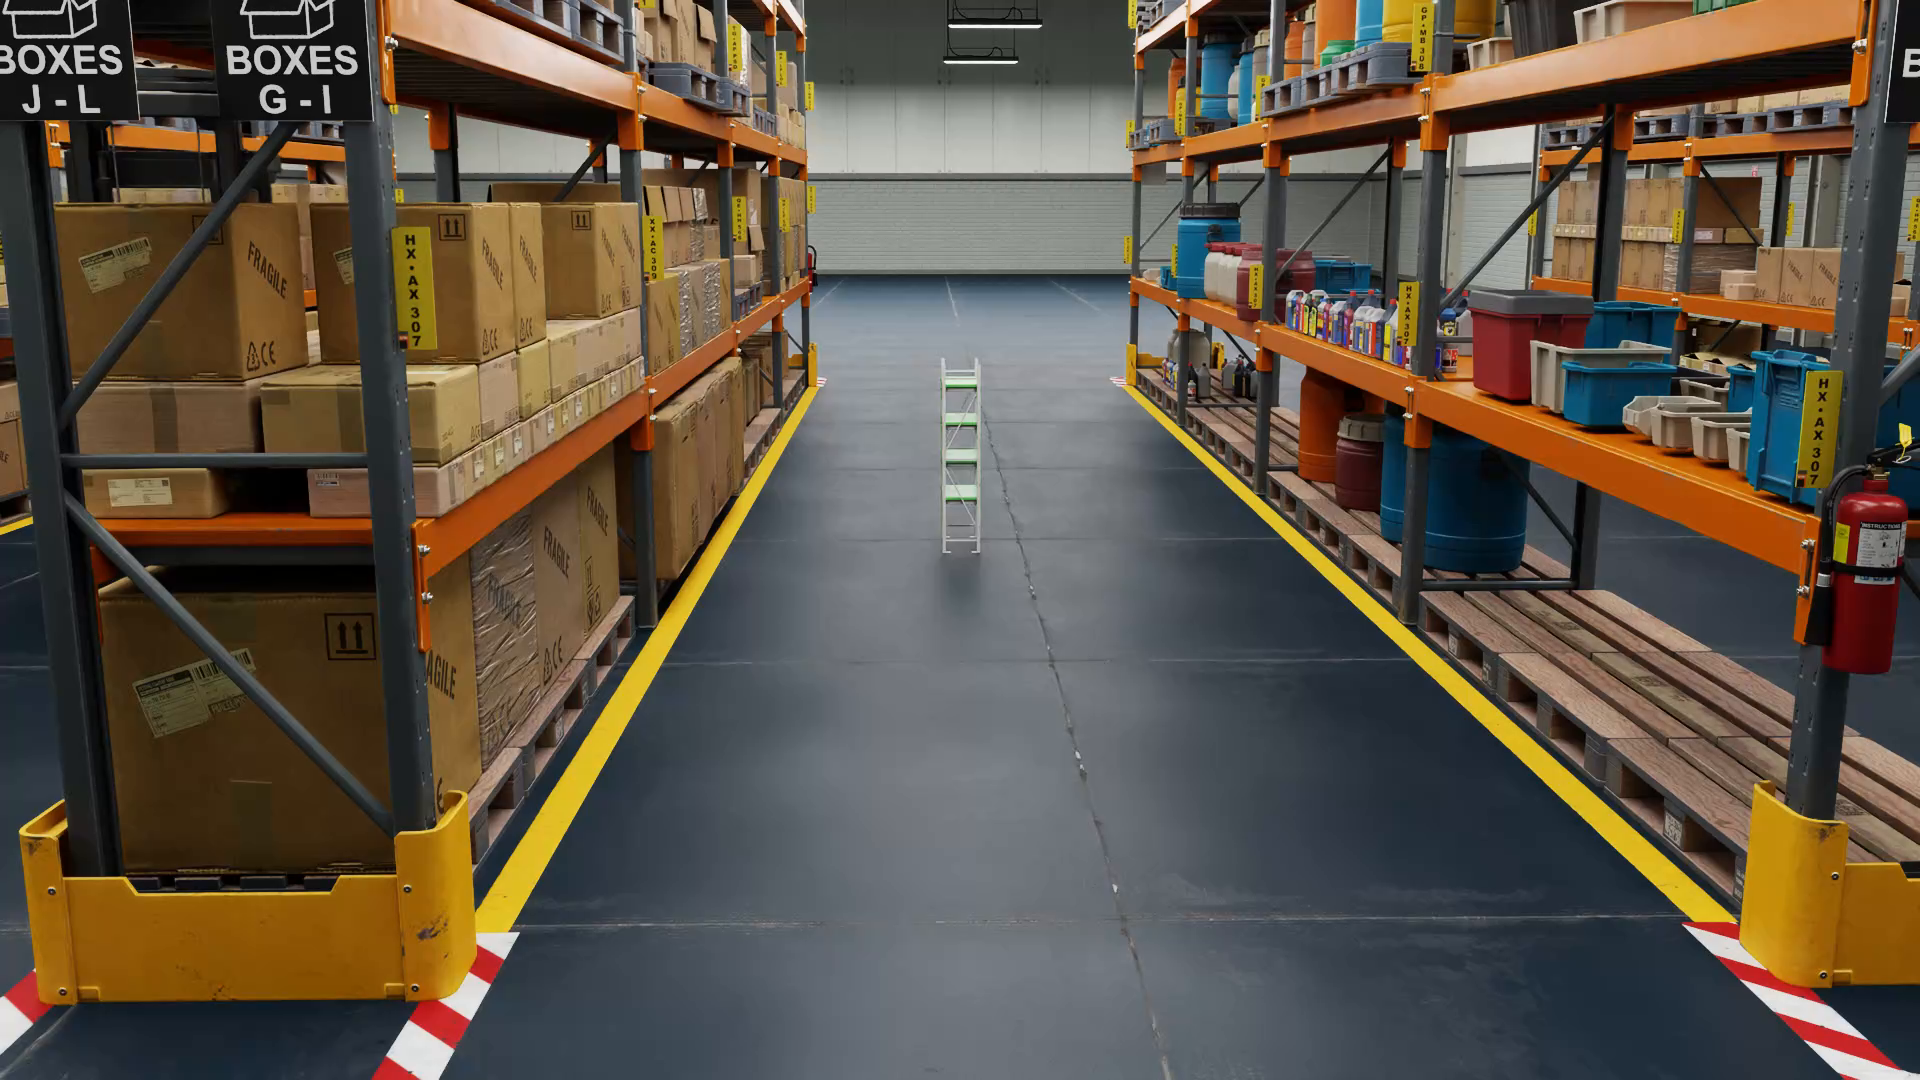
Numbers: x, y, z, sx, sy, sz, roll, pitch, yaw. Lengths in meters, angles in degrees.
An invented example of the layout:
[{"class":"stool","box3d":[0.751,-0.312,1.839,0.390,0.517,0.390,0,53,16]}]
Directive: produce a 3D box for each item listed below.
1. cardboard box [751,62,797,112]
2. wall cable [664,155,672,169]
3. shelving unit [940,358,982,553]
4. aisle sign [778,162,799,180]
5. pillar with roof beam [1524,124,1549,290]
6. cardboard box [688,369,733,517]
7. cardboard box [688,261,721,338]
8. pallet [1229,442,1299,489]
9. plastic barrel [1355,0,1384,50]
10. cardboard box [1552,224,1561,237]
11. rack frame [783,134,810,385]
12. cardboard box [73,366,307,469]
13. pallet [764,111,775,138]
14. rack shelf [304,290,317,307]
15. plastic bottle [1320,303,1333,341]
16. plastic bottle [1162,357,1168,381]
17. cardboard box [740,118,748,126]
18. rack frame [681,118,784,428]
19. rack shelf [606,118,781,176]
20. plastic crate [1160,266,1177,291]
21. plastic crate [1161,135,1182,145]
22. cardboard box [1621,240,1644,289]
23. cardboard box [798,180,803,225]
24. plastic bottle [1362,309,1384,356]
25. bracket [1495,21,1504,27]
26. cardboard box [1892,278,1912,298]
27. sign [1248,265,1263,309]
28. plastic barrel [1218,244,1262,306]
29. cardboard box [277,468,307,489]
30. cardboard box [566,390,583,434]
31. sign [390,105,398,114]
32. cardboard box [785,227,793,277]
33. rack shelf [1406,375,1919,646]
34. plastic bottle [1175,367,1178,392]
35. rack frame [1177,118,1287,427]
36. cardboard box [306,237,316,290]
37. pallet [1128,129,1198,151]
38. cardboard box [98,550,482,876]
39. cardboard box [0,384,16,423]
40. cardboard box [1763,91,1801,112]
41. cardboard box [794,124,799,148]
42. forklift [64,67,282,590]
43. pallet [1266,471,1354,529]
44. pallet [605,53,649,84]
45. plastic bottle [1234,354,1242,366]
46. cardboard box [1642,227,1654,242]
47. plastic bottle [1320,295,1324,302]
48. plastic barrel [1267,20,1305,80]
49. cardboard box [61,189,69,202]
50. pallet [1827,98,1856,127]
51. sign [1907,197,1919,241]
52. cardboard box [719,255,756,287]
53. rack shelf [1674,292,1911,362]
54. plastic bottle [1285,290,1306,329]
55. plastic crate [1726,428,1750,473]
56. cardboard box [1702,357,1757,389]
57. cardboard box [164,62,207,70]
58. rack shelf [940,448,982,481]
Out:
[{"class":"cardboard box","box3d":[-2.065,-4.994,18.330,0.500,0.500,0.500,0,11,-1]},{"class":"wall cable","box3d":[-7.975,-14.384,50.776,2.305,6.003,0.169,0,11,-1]},{"class":"shelving unit","box3d":[0.003,-0.555,10.778,0.258,1.200,0.503,0,11,-1]},{"class":"aisle sign","box3d":[-2.052,-4.679,20.039,0.394,0.787,0.004,0,11,-1]},{"class":"pillar with roof beam","box3d":[8.710,-9.817,36.817,9.100,9.000,0.548,0,11,-1]},{"class":"cardboard box","box3d":[-2.181,-0.651,11.012,1.225,0.875,0.875,0,11,-1]},{"class":"cardboard box","box3d":[-1.923,-1.654,11.415,0.500,0.500,0.500,0,11,-2]},{"class":"pallet","box3d":[2.790,-0.609,13.530,1.003,0.211,1.213,0,11,-1]},{"class":"plastic barrel","box3d":[2.661,-3.286,9.853,0.600,0.901,0.708,0,11,-1]},{"class":"cardboard box","box3d":[7.347,-3.719,19.964,0.380,0.149,0.250,0,11,-2]},{"class":"rack frame","box3d":[-2.350,-3.391,20.231,1.000,3.000,0.127,0,11,-1]},{"class":"cardboard box","box3d":[-2.295,-0.378,5.008,0.500,0.250,0.500,0,11,-2]},{"class":"pallet","box3d":[-2.362,-3.851,15.425,1.213,0.211,1.003,0,11,-1]},{"class":"rack shelf","box3d":[-7.270,-2.641,18.341,1.077,0.370,4.000,0,11,-1]},{"class":"plastic bottle","box3d":[2.447,-1.464,11.055,0.097,0.271,0.097,0,11,0]},{"class":"plastic bottle","box3d":[2.327,-1.928,18.776,0.097,0.271,0.097,0,11,0]},{"class":"cardboard box","box3d":[-1.951,-3.394,13.077,0.500,0.250,0.500,0,11,0]},{"class":"rack frame","box3d":[-2.268,-2.596,16.311,1.000,3.000,0.127,0,11,-1]},{"class":"rack shelf","box3d":[-2.226,-3.316,14.125,1.077,0.370,4.000,0,11,-1]},{"class":"plastic crate","box3d":[2.390,-2.762,17.505,0.499,0.251,0.616,0,11,-1]},{"class":"plastic crate","box3d":[2.247,-4.275,17.704,0.243,0.136,0.396,0,11,-1]},{"class":"cardboard box","box3d":[7.597,-2.978,17.941,0.700,0.500,0.500,0,11,0]},{"class":"cardboard box","box3d":[-2.076,-3.868,19.068,0.500,0.500,0.500,0,11,-1]},{"class":"plastic bottle","box3d":[2.497,-1.242,9.949,0.152,0.276,0.135,0,11,-1]},{"class":"bracket","box3d":[12.597,-12.196,39.486,0.076,0.066,4.783,0,11,-1]},{"class":"cardboard box","box3d":[7.894,-1.976,13.478,0.500,0.311,0.500,0,11,-2]},{"class":"sign","box3d":[2.217,-1.898,12.458,0.100,0.325,0.005,0,11,-1]},{"class":"plastic barrel","box3d":[2.500,-2.346,14.738,0.433,0.535,0.433,0,11,0]},{"class":"cardboard box","box3d":[-2.368,-0.259,5.423,0.380,0.149,0.250,0,11,-1]},{"class":"cardboard box","box3d":[-1.738,-0.517,6.697,0.380,0.149,0.250,0,11,0]},{"class":"sign","box3d":[-6.769,-5.256,19.848,0.100,0.325,0.005,0,11,-1]},{"class":"cardboard box","box3d":[-2.190,-2.980,17.205,0.875,0.500,0.500,0,11,-1]},{"class":"rack shelf","box3d":[2.891,-0.276,6.685,1.077,0.370,4.000,0,11,-1]},{"class":"plastic bottle","box3d":[2.372,-1.763,17.761,0.144,0.351,0.185,0,11,-2]},{"class":"rack frame","box3d":[2.684,-2.616,16.412,1.000,3.000,0.127,0,11,-1]},{"class":"cardboard box","box3d":[-7.176,-2.960,17.726,0.875,0.550,0.550,0,11,-1]},{"class":"pallet","box3d":[2.521,-4.624,19.239,1.003,0.211,1.213,0,11,-1]},{"class":"cardboard box","box3d":[-2.113,0.498,5.349,0.875,0.875,0.875,0,11,-1]},{"class":"cardboard box","box3d":[-6.849,-0.914,11.364,0.500,0.250,0.500,0,11,0]},{"class":"cardboard box","box3d":[7.654,-4.007,15.041,0.500,0.250,0.500,-1,12,-7]},{"class":"cardboard box","box3d":[-2.071,-4.492,18.489,0.500,0.250,0.500,0,11,0]},{"class":"forklift","box3d":[-4.687,-1.309,10.139,1.130,2.935,3.031,-3,12,-16]},{"class":"pallet","box3d":[2.825,-0.298,11.998,1.003,0.211,1.213,0,11,-1]},{"class":"pallet","box3d":[-2.171,-2.564,9.091,0.805,0.209,1.217,-1,11,-3]},{"class":"plastic bottle","box3d":[3.066,-1.855,18.214,0.144,0.351,0.185,0,11,1]},{"class":"cardboard box","box3d":[7.399,-3.210,17.452,0.380,0.149,0.250,0,11,-1]},{"class":"plastic bottle","box3d":[2.498,-1.556,11.508,0.097,0.271,0.097,0,11,0]},{"class":"plastic barrel","box3d":[2.939,-3.972,14.288,0.600,0.901,0.708,0,11,-1]},{"class":"cardboard box","box3d":[-7.145,-2.429,12.721,0.700,0.500,0.500,0,11,-1]},{"class":"pallet","box3d":[7.616,-3.353,12.973,1.213,0.211,1.003,0,11,1]},{"class":"sign","box3d":[7.164,-2.405,12.460,0.100,0.325,0.005,0,11,-1]},{"class":"cardboard box","box3d":[-1.990,-2.267,14.012,0.500,0.250,0.500,-1,11,-3]},{"class":"rack shelf","box3d":[7.678,-1.886,14.620,1.077,0.370,4.000,0,11,-1]},{"class":"plastic bottle","box3d":[2.453,-1.673,12.074,0.152,0.276,0.135,0,11,-1]},{"class":"plastic crate","box3d":[2.734,-0.293,5.469,0.396,0.136,0.243,0,11,-1]},{"class":"cardboard box","box3d":[7.401,-1.586,15.784,0.500,0.311,0.500,0,11,-2]},{"class":"cardboard box","box3d":[-7.555,-4.660,16.258,0.380,0.149,0.250,0,11,-2]},{"class":"rack shelf","box3d":[0.003,-0.492,10.790,0.258,0.148,0.480,0,11,-1]}]
